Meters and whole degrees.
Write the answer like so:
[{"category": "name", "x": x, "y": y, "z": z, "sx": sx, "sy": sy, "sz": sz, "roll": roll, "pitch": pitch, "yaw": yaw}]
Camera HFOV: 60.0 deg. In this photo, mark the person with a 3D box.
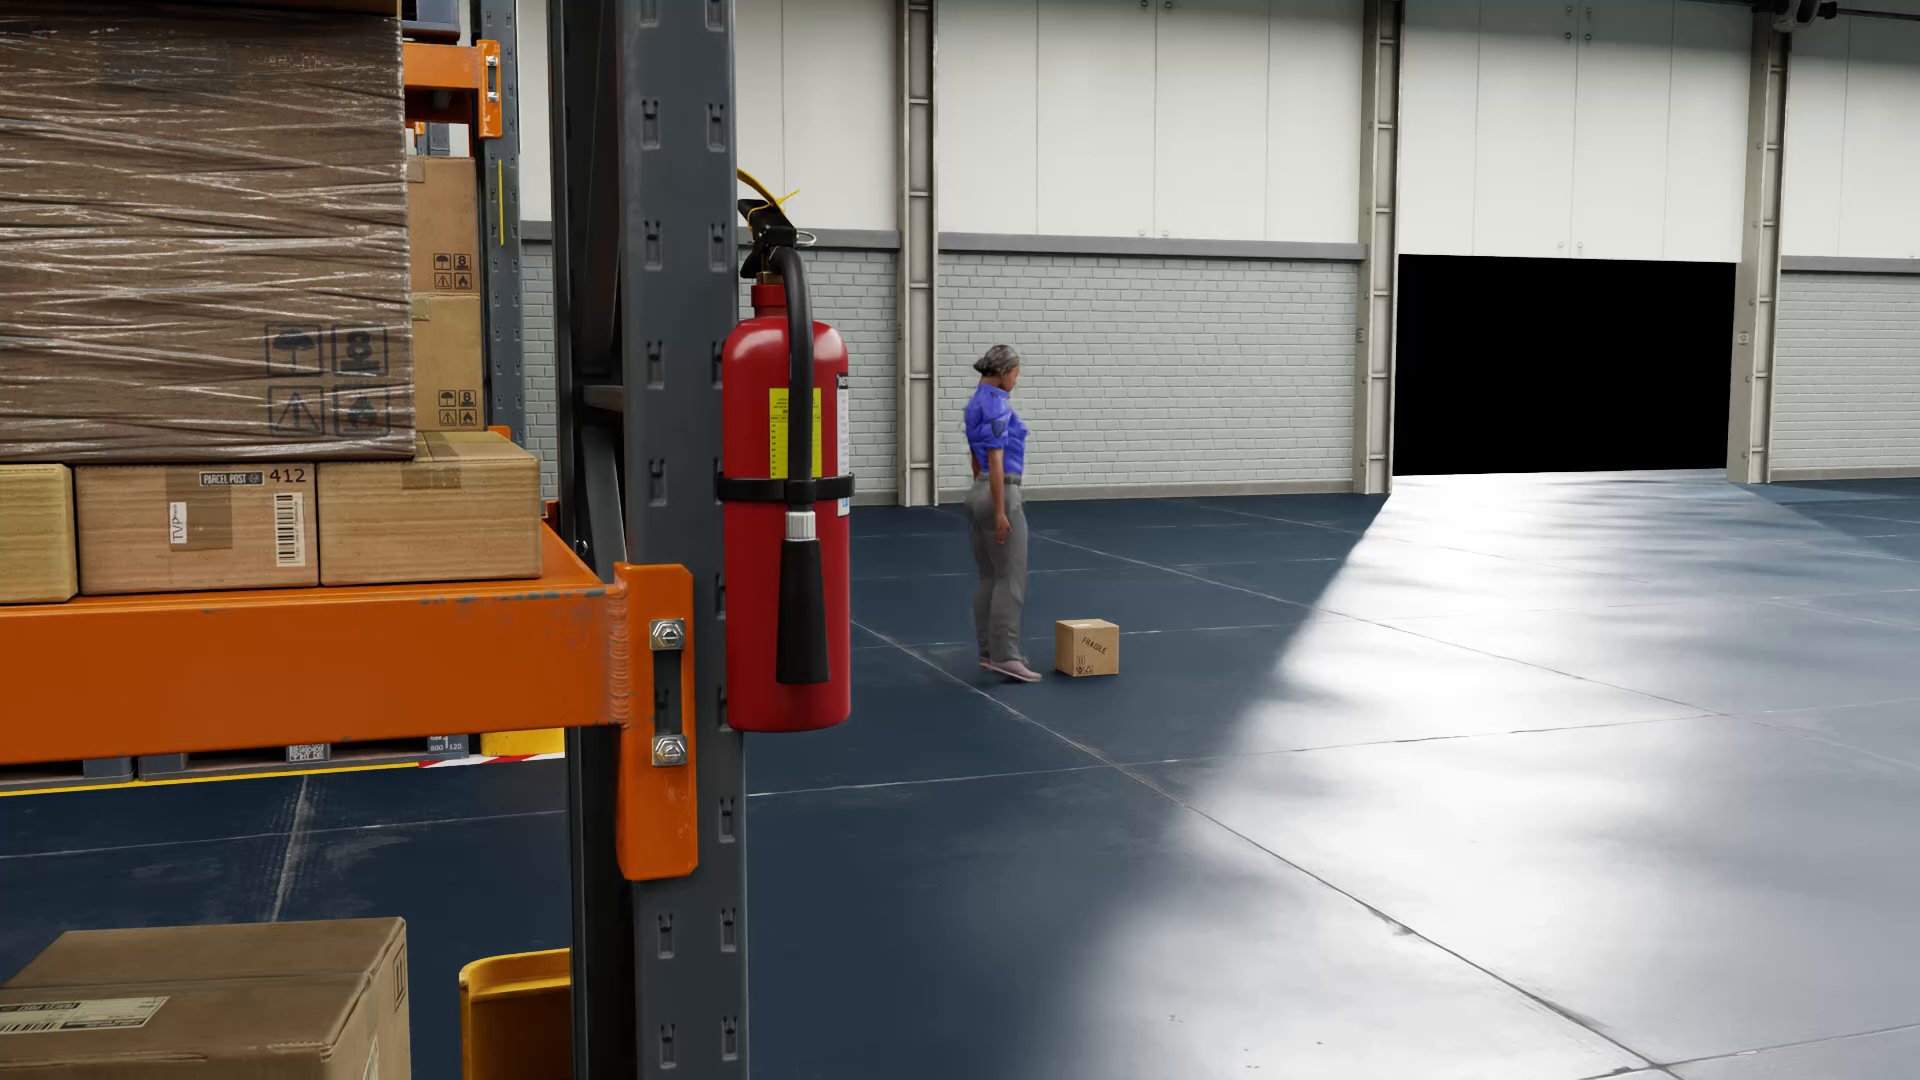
[{"category": "person", "x": 0.214, "y": -0.134, "z": 8.371, "sx": 0.373, "sy": 1.692, "sz": 0.525, "roll": -2, "pitch": 6, "yaw": -17}]
